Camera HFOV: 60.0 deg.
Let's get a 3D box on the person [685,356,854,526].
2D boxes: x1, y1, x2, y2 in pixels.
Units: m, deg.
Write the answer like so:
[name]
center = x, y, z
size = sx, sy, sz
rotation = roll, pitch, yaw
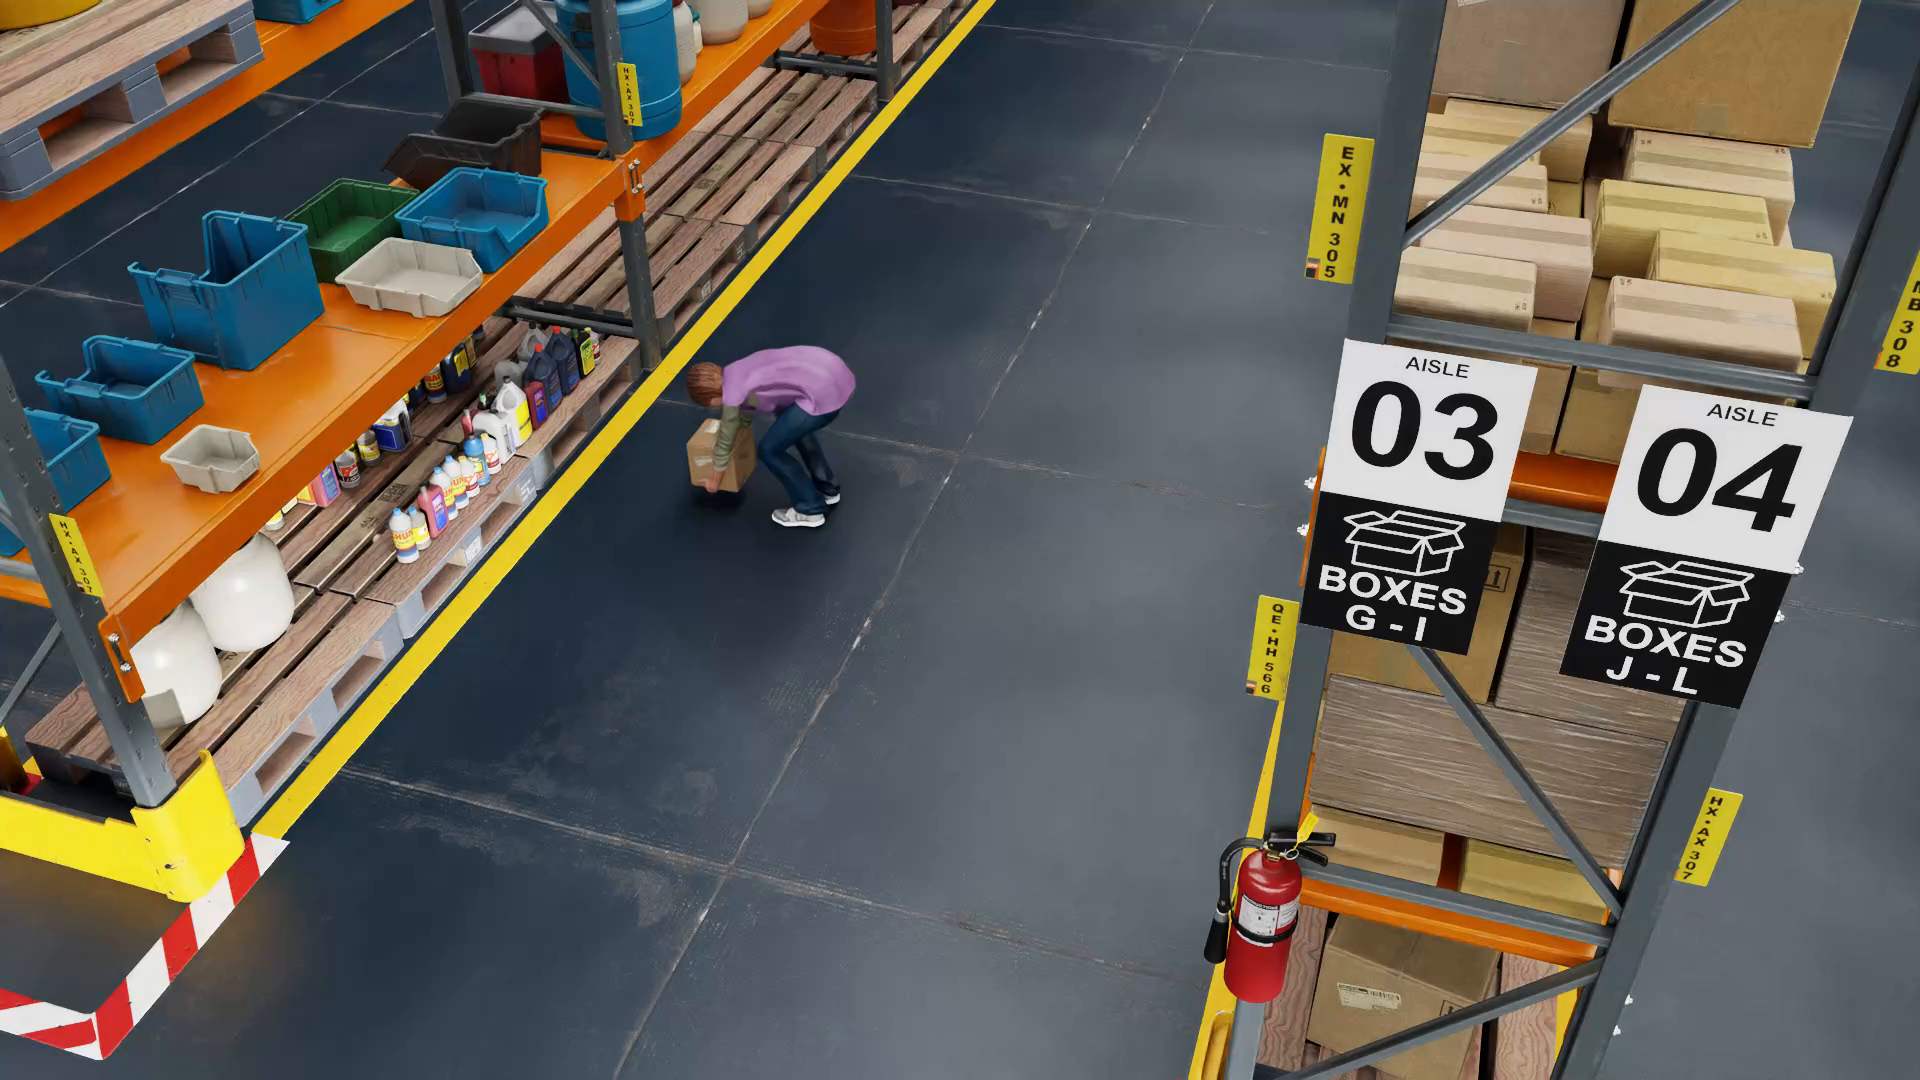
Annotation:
[person]
center = -0.931, -0.530, 8.175
size = 0.847, 0.880, 0.355
rotation = 9, 38, 12
